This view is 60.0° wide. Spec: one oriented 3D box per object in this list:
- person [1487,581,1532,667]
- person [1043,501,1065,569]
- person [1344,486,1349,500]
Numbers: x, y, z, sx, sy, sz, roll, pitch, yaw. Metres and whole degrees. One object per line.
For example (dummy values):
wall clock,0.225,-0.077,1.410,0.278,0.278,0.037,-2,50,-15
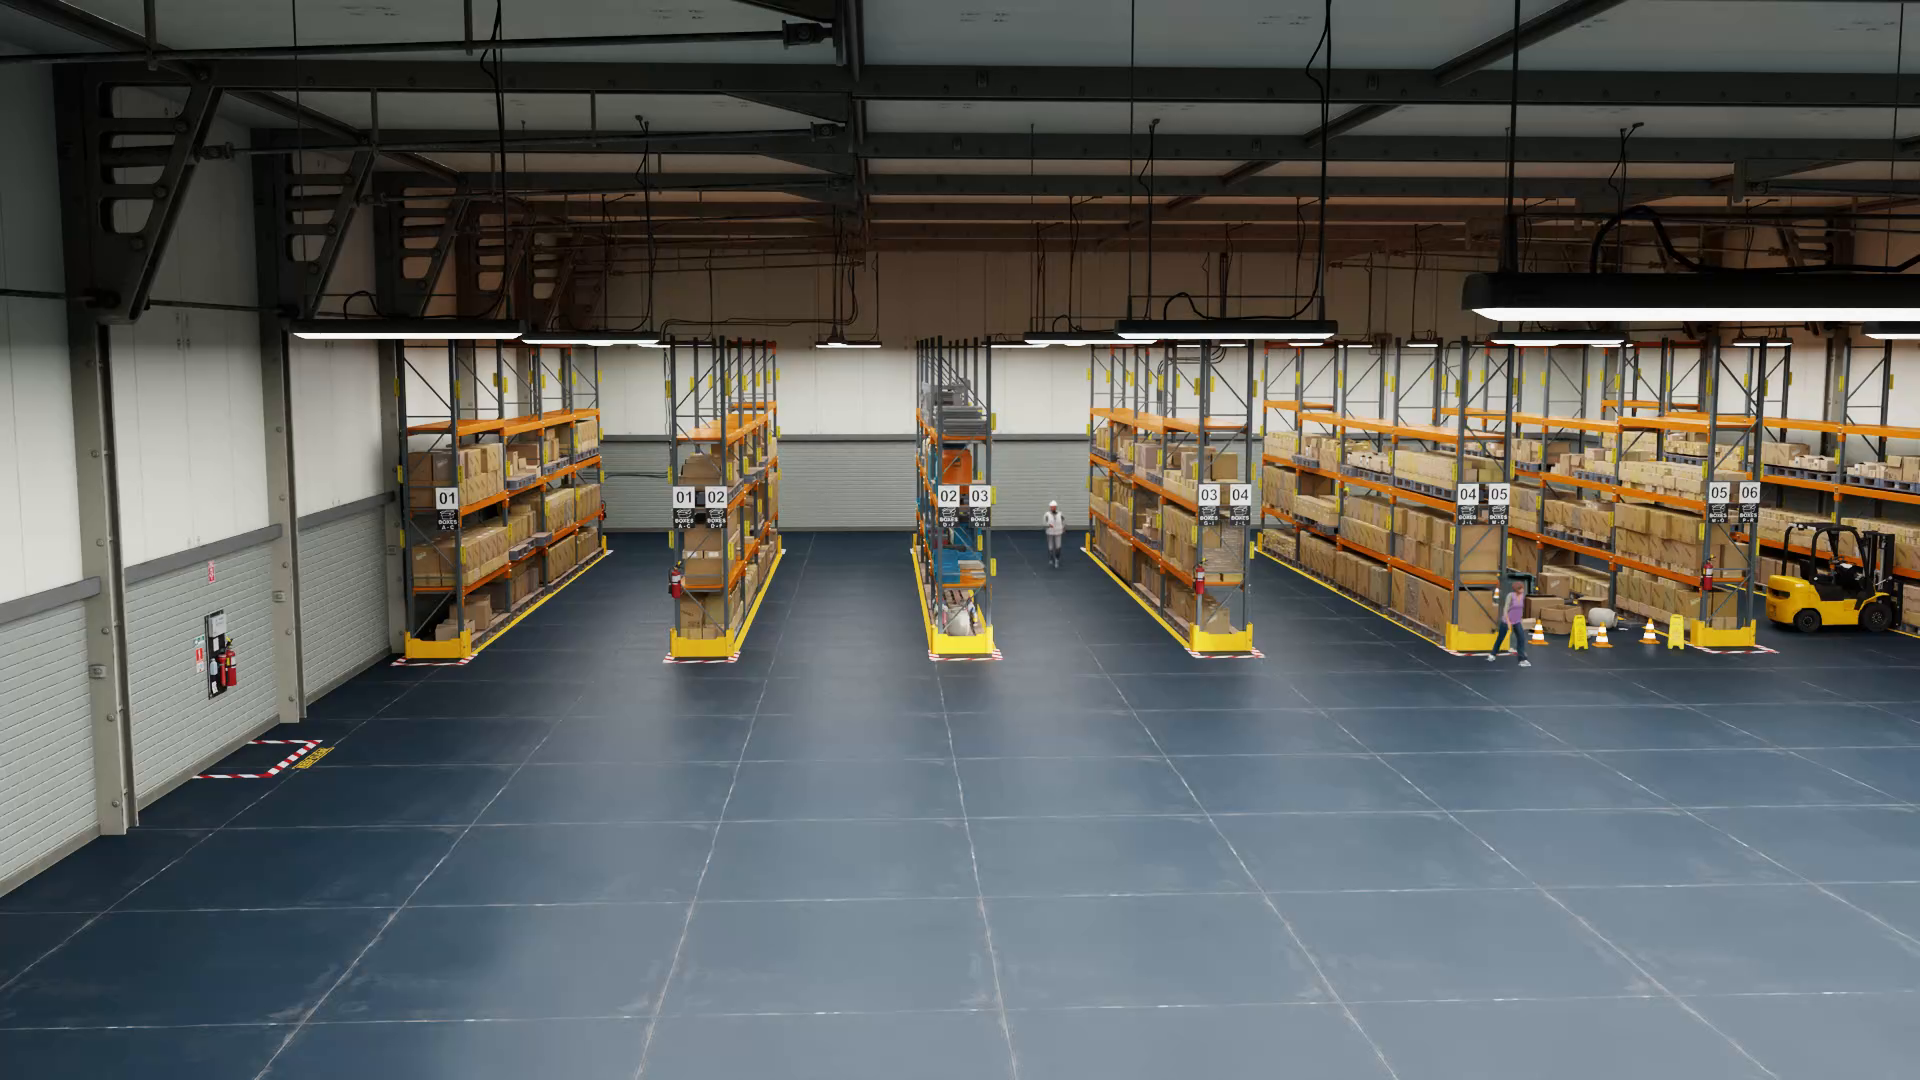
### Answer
person,10.077,1.506,30.388,0.546,1.543,0.846,-3,7,-22
person,2.488,-0.138,43.927,0.627,1.805,0.813,0,6,-1
person,11.404,-0.703,49.050,0.817,1.772,0.613,-1,7,-11
